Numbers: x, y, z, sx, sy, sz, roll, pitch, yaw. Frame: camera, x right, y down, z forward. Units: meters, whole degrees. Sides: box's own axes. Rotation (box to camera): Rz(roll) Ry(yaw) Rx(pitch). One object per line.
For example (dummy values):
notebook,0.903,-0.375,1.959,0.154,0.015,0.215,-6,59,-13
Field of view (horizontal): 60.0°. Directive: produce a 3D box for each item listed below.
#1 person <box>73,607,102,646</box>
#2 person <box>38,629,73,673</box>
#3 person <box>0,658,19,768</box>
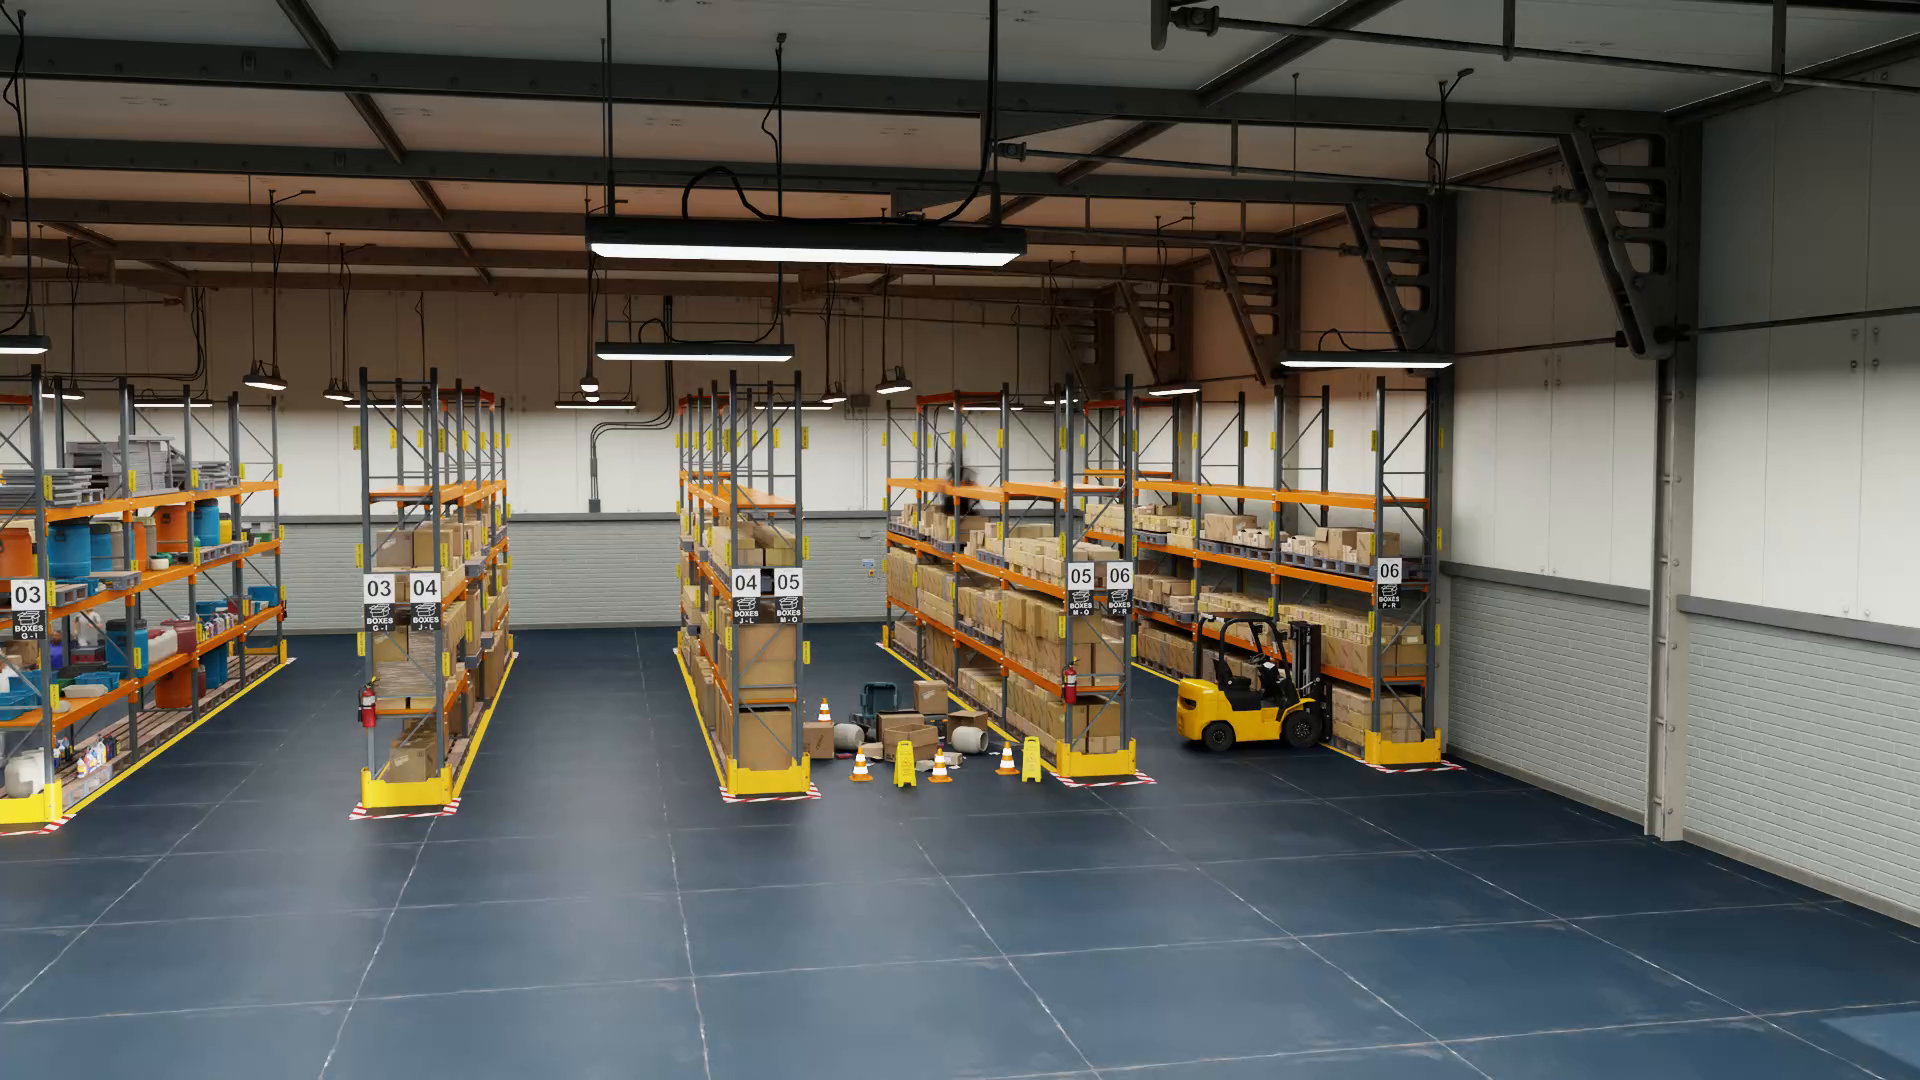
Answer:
person,-18.190,2.084,34.675,0.552,1.695,0.903,-2,4,-24
person,-15.899,2.399,29.267,0.575,1.657,0.909,-1,4,-18
person,-14.772,2.589,25.502,0.714,1.746,0.972,-1,3,-13
